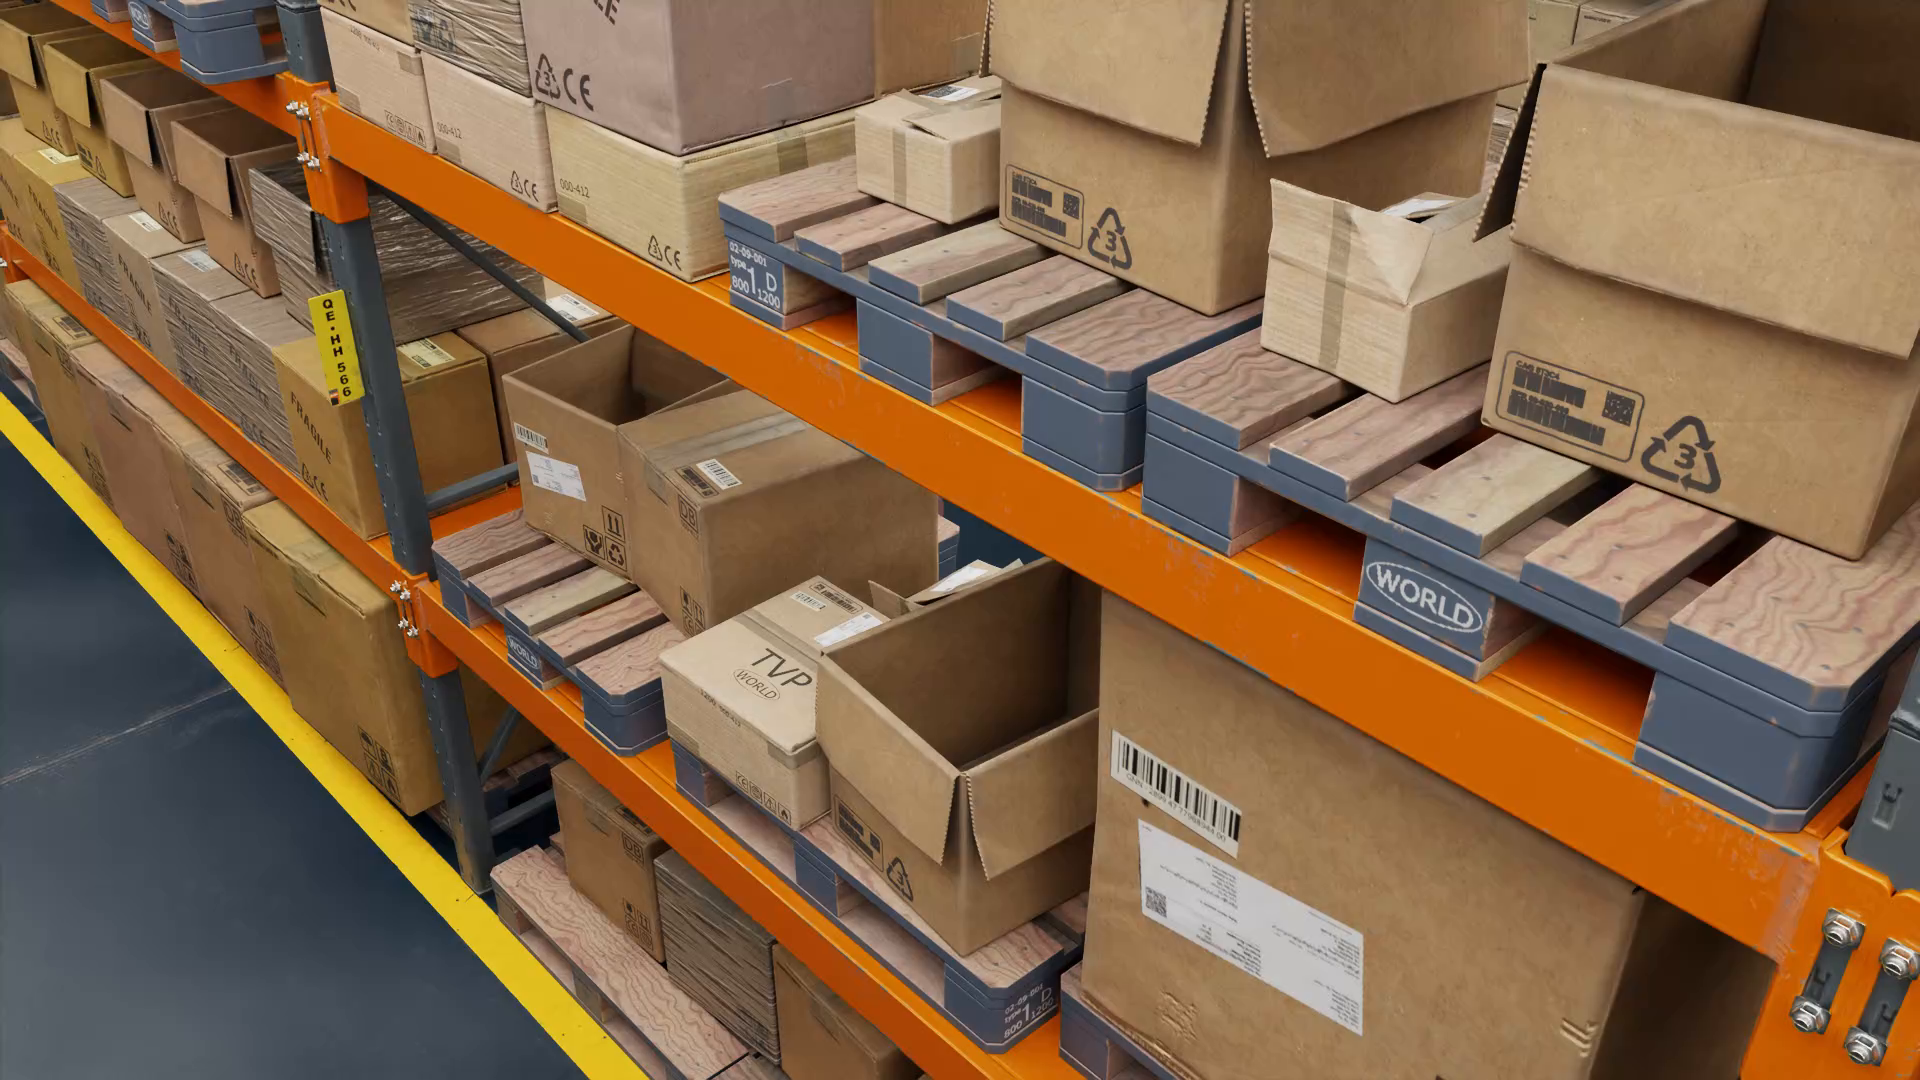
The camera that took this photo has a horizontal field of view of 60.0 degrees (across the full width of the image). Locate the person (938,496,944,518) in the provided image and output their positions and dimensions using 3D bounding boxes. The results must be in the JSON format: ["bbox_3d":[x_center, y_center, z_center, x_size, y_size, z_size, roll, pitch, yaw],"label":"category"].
[{"bbox_3d":[-0.300,-0.569,7.064,0.407,1.668,0.504,-27,41,-36],"label":"person"}]
